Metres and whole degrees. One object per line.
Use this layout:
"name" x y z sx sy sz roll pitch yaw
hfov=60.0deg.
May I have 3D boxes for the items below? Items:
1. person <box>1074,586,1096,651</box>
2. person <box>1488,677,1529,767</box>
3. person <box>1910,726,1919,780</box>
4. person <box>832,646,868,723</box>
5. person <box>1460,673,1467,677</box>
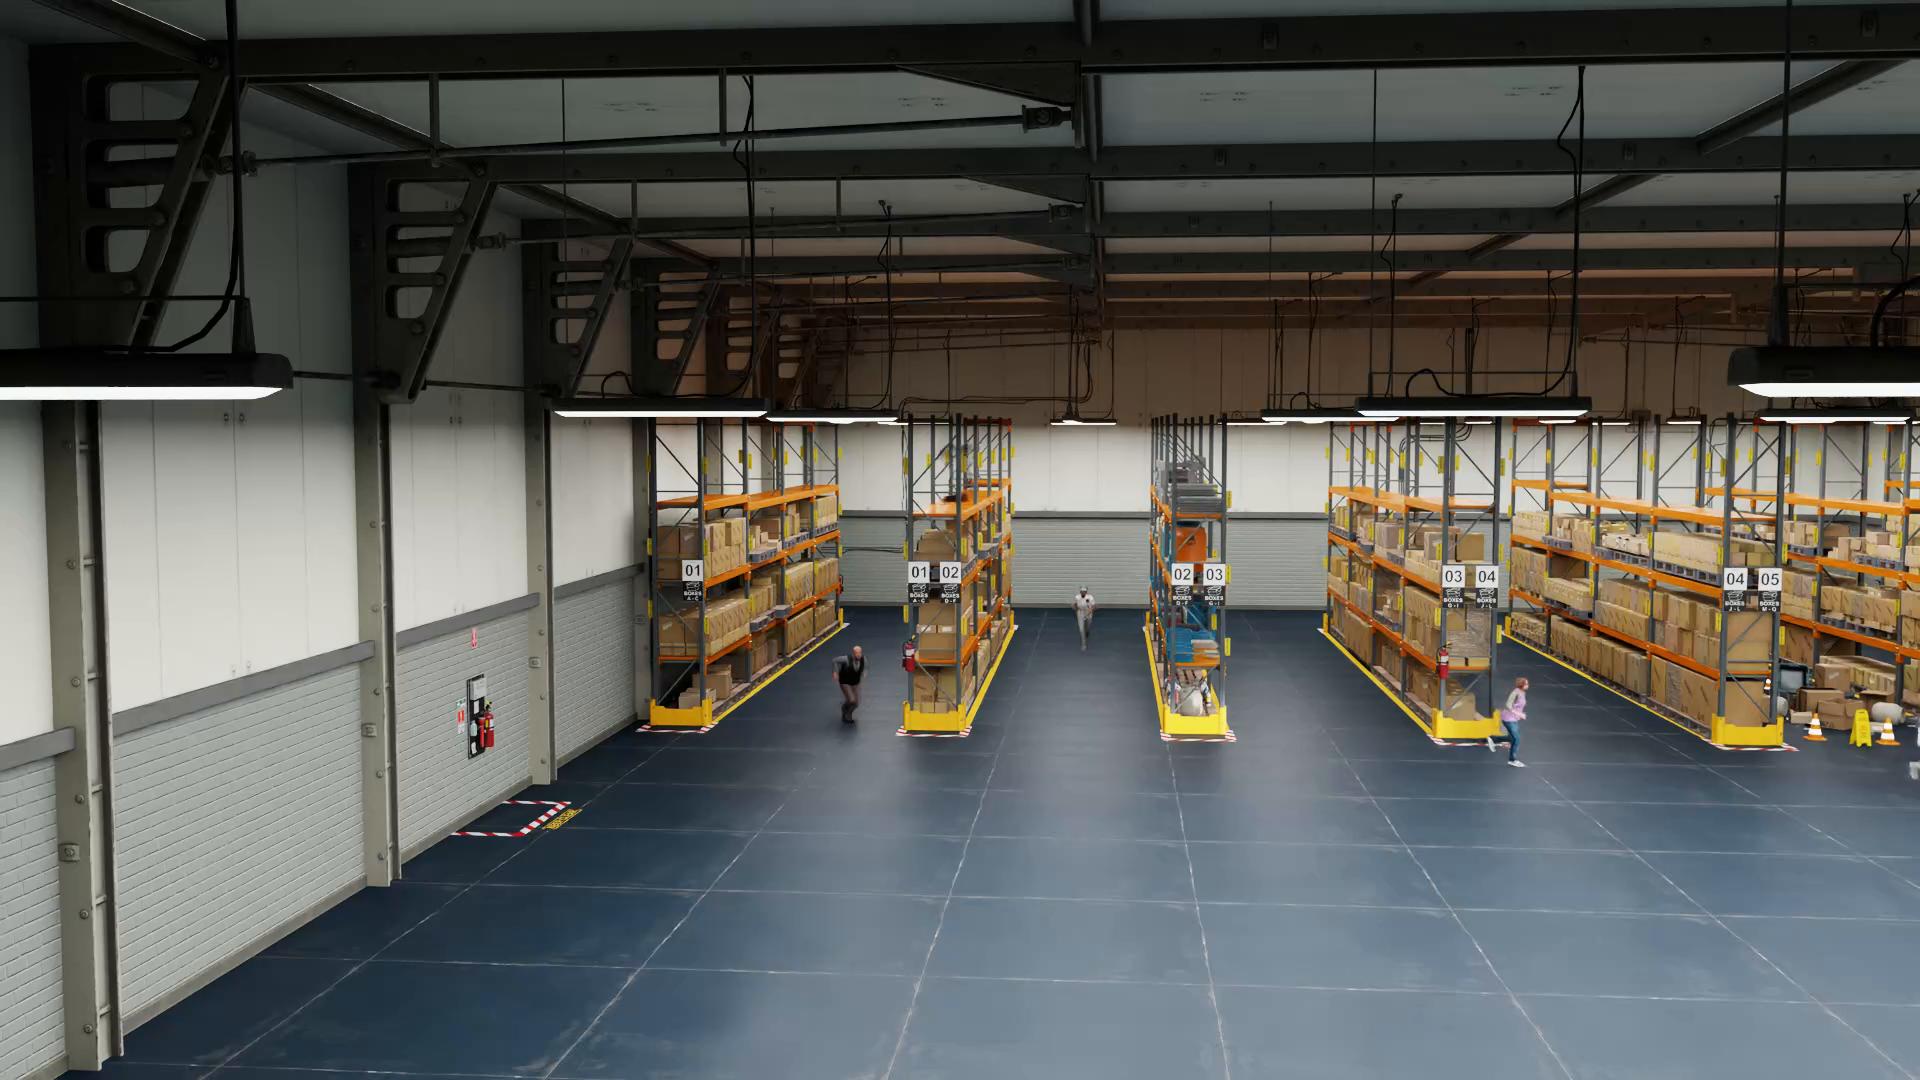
"person" 3.237 2.008 43.156 0.578 1.679 1.050 0 4 7
"person" 9.308 3.068 28.259 0.713 1.545 0.512 4 5 43
"person" 15.277 3.184 26.033 0.607 1.619 0.688 -3 5 -41
"person" -2.115 2.794 32.020 0.685 1.549 0.867 -2 4 -29
"person" 11.720 2.297 38.488 0.655 1.712 0.792 0 4 1
